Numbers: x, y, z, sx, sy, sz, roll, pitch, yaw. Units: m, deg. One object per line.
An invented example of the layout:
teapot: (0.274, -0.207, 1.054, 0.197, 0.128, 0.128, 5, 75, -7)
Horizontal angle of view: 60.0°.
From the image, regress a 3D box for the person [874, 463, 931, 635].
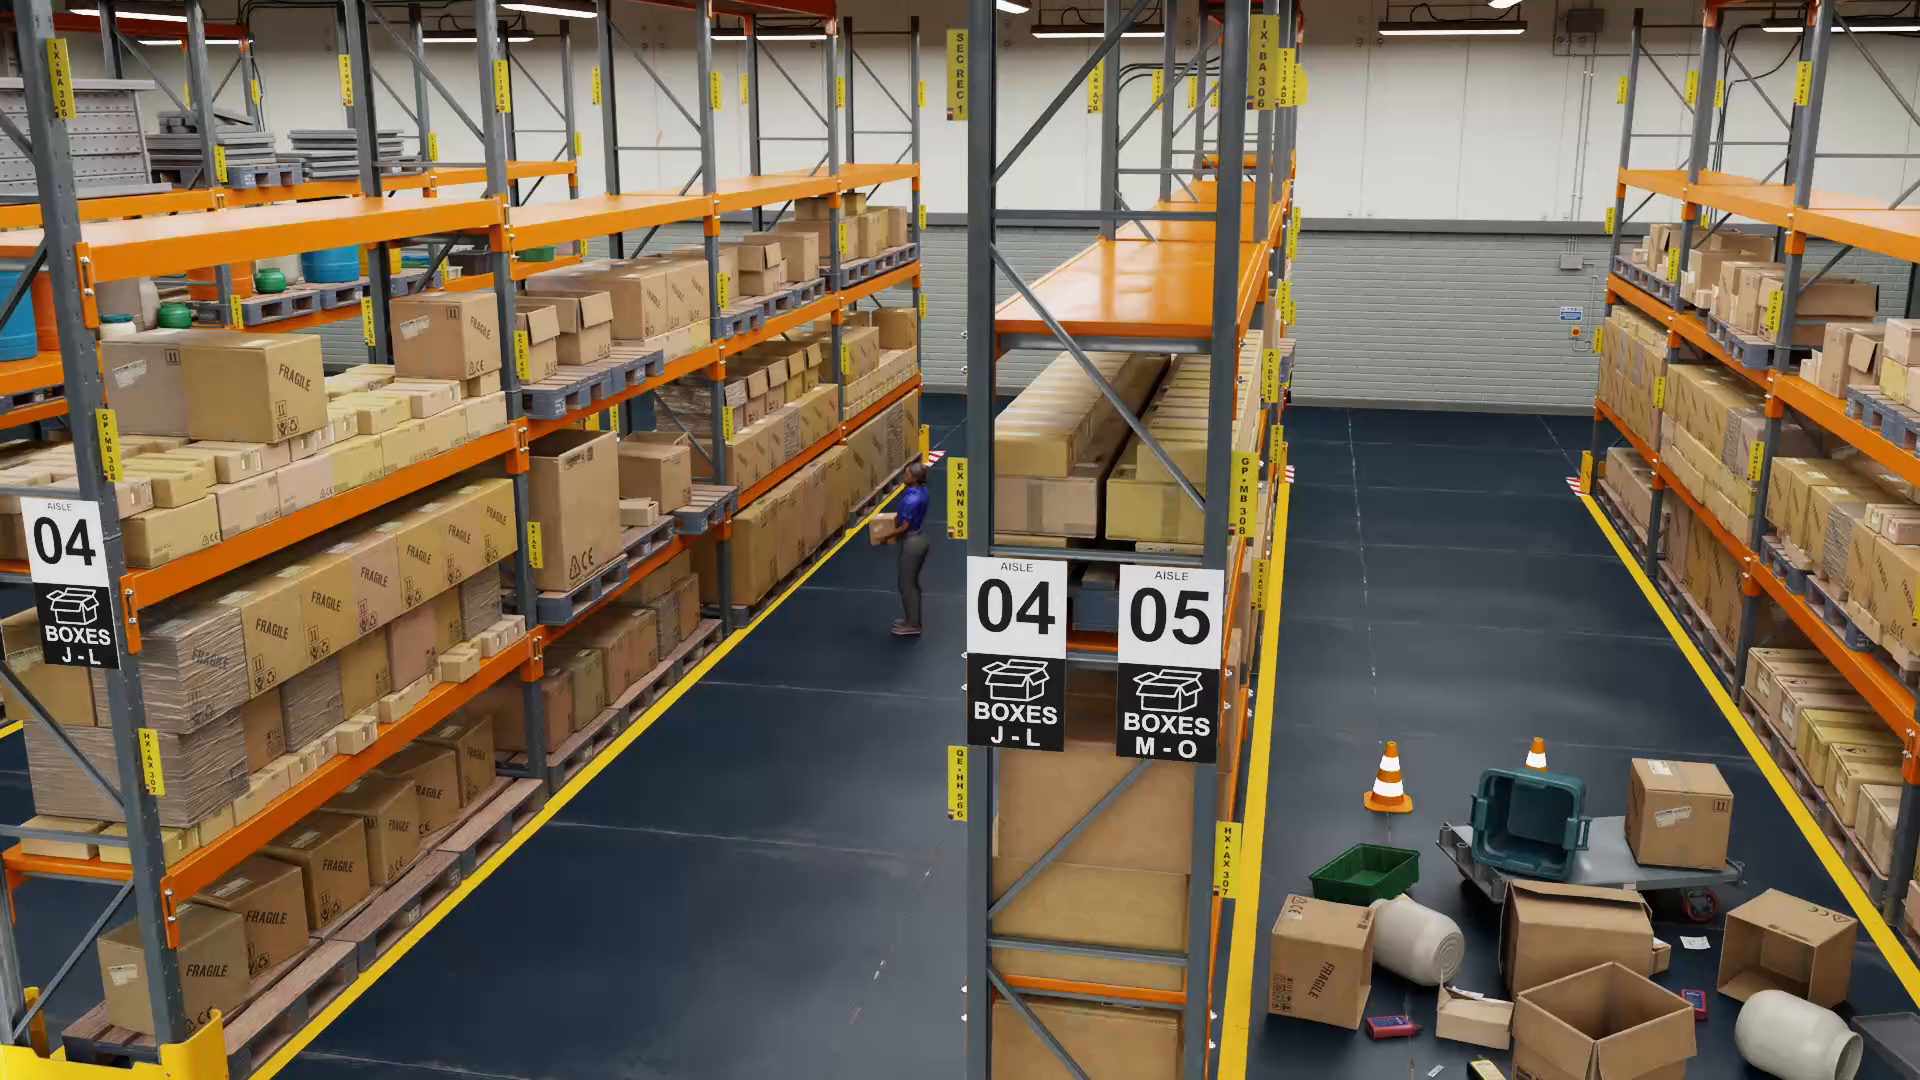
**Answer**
person: (-0.533, 0.066, 15.780, 0.508, 1.651, 0.455, 3, 15, 11)
